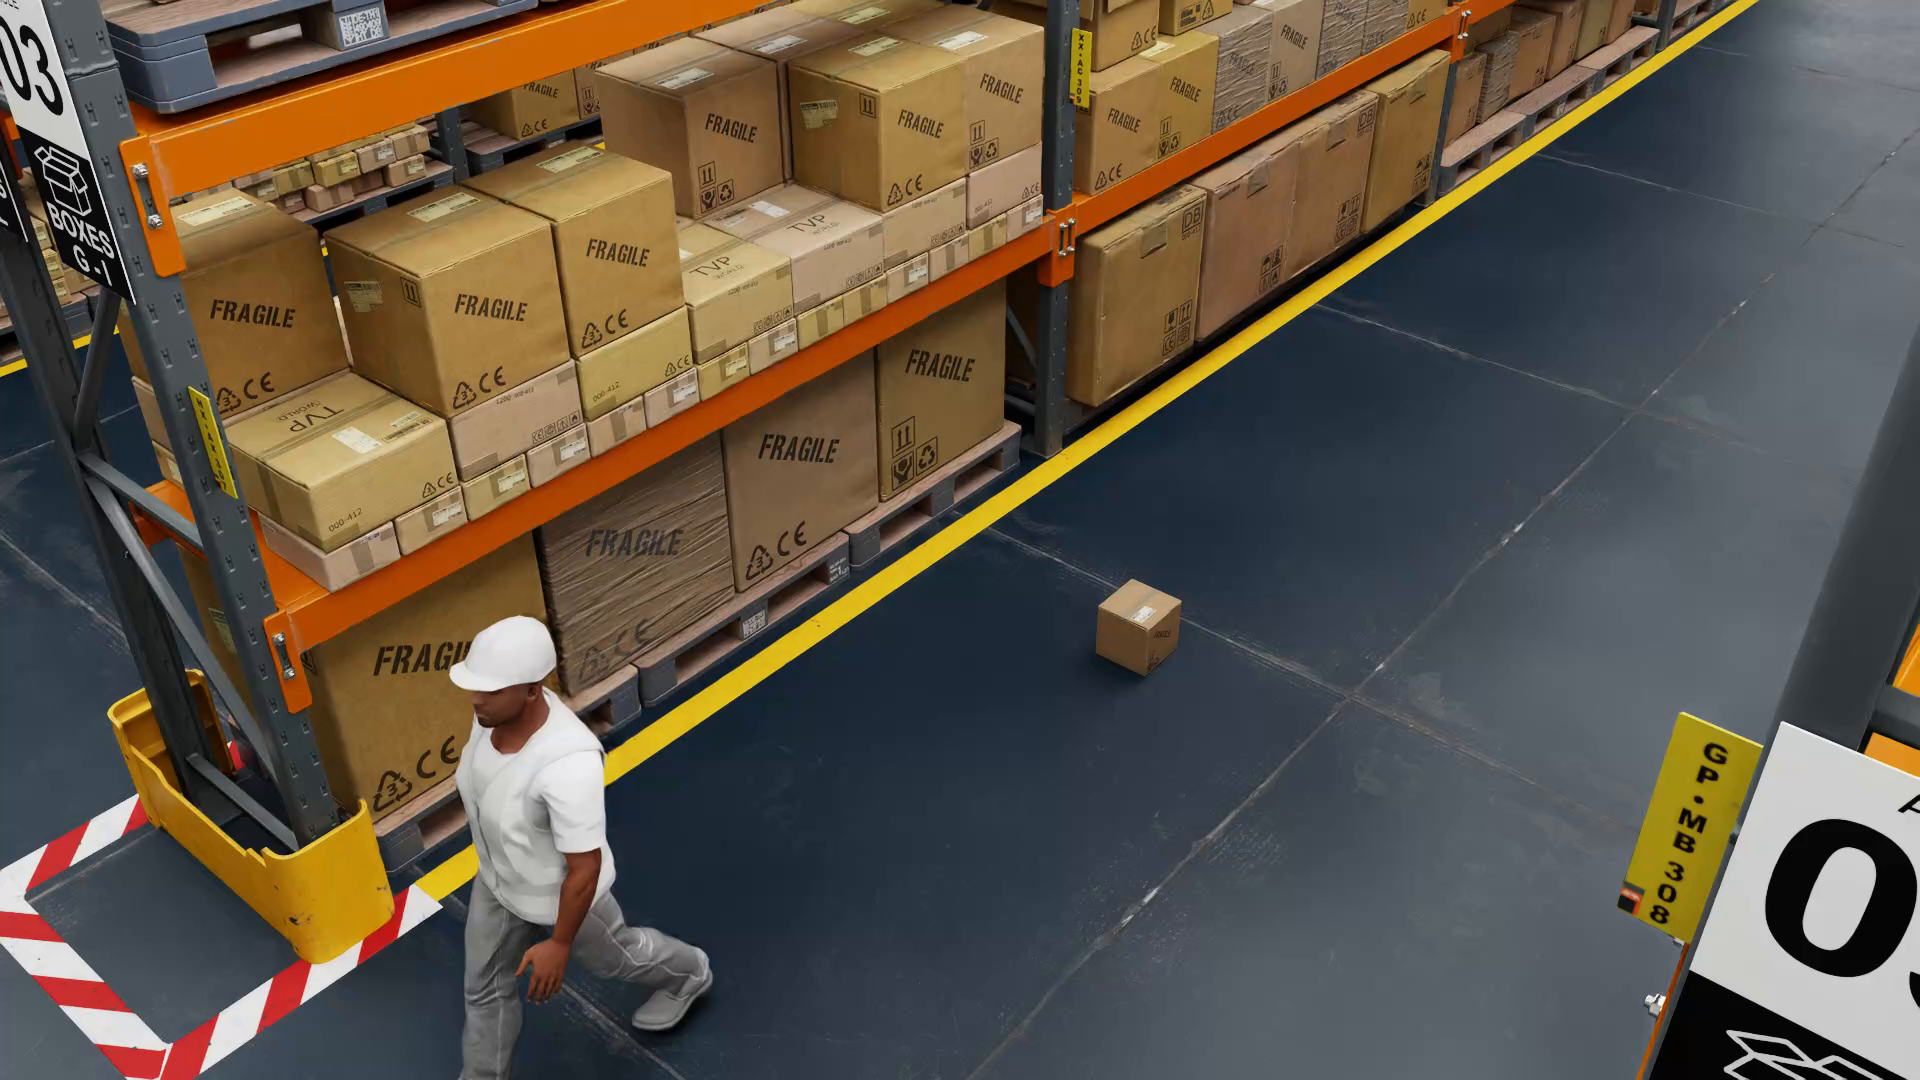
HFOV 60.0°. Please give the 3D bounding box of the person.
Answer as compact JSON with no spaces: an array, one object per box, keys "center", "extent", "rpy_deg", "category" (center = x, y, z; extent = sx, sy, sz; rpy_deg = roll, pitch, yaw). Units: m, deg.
[{"center":[-1.211,0.974,4.728],"extent":[0.598,1.722,1.039],"rpy_deg":[28,44,34],"category":"person"}]
